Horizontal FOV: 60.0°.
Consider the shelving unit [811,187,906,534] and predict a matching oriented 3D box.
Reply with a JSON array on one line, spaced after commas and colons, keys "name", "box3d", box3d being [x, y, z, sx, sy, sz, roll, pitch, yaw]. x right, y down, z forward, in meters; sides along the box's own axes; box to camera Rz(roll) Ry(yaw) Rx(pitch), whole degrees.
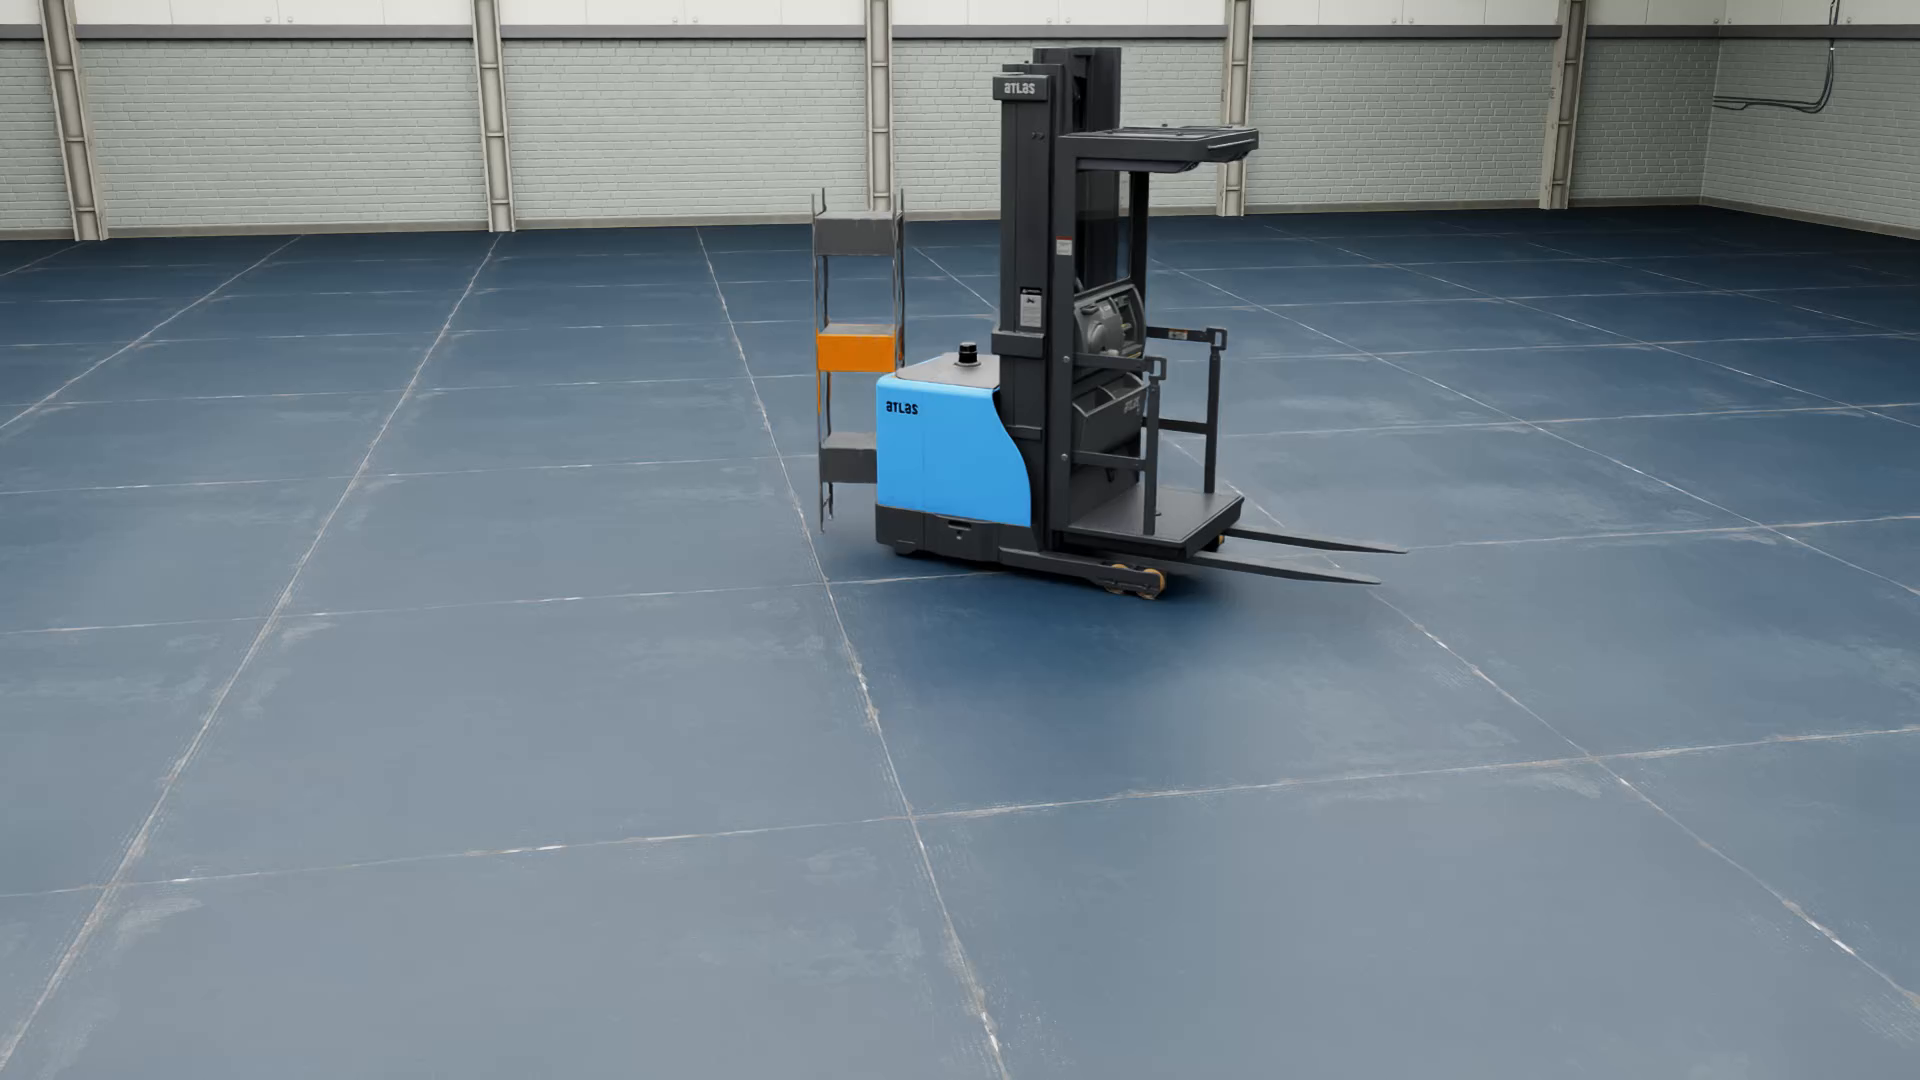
[{"name": "shelving unit", "box3d": [-0.611, -1.094, 10.299, 0.503, 2.100, 0.431, 2, 17, 5]}]

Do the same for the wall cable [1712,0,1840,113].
[{"name": "wall cable", "box3d": [13.629, -8.468, 27.843, 0.112, 2.526, 3.097, -3, 17, -10]}]

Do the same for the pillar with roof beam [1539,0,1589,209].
[{"name": "pillar with roof beam", "box3d": [11.302, -8.928, 24.053, 0.400, 9.000, 9.100, -3, 17, -10]}]

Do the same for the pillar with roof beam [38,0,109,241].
[{"name": "pillar with roof beam", "box3d": [-12.262, -7.591, 19.701, 0.400, 9.000, 9.100, -3, 17, -10]}]

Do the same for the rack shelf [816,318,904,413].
[{"name": "rack shelf", "box3d": [-0.611, -1.081, 10.303, 0.480, 0.518, 0.431, 2, 17, 5]}]

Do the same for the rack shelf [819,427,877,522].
[{"name": "rack shelf", "box3d": [-0.611, -0.412, 10.508, 0.480, 0.518, 0.431, 2, 17, 5]}]

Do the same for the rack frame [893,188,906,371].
[{"name": "rack frame", "box3d": [-0.368, -1.088, 10.277, 0.015, 2.100, 0.400, 2, 17, 5]}]

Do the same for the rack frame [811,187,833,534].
[{"name": "rack frame", "box3d": [-0.854, -1.101, 10.321, 0.015, 2.100, 0.400, 2, 17, 5]}]

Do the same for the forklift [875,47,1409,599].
[{"name": "forklift", "box3d": [1.037, -1.251, 9.393, 3.031, 2.935, 1.130, 9, 19, 26]}]

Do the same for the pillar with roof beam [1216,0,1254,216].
[{"name": "pillar with roof beam", "box3d": [5.411, -8.594, 22.965, 0.400, 9.000, 9.100, -3, 17, -10]}]

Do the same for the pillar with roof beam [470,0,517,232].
[{"name": "pillar with roof beam", "box3d": [-6.371, -7.926, 20.789, 0.400, 9.000, 9.100, -3, 17, -10]}]

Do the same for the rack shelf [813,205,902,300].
[{"name": "rack shelf", "box3d": [-0.611, -1.751, 10.097, 0.480, 0.518, 0.431, 2, 17, 5]}]

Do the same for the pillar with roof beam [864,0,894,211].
[{"name": "pillar with roof beam", "box3d": [-0.480, -8.260, 21.877, 0.400, 9.000, 9.100, -3, 17, -10]}]
